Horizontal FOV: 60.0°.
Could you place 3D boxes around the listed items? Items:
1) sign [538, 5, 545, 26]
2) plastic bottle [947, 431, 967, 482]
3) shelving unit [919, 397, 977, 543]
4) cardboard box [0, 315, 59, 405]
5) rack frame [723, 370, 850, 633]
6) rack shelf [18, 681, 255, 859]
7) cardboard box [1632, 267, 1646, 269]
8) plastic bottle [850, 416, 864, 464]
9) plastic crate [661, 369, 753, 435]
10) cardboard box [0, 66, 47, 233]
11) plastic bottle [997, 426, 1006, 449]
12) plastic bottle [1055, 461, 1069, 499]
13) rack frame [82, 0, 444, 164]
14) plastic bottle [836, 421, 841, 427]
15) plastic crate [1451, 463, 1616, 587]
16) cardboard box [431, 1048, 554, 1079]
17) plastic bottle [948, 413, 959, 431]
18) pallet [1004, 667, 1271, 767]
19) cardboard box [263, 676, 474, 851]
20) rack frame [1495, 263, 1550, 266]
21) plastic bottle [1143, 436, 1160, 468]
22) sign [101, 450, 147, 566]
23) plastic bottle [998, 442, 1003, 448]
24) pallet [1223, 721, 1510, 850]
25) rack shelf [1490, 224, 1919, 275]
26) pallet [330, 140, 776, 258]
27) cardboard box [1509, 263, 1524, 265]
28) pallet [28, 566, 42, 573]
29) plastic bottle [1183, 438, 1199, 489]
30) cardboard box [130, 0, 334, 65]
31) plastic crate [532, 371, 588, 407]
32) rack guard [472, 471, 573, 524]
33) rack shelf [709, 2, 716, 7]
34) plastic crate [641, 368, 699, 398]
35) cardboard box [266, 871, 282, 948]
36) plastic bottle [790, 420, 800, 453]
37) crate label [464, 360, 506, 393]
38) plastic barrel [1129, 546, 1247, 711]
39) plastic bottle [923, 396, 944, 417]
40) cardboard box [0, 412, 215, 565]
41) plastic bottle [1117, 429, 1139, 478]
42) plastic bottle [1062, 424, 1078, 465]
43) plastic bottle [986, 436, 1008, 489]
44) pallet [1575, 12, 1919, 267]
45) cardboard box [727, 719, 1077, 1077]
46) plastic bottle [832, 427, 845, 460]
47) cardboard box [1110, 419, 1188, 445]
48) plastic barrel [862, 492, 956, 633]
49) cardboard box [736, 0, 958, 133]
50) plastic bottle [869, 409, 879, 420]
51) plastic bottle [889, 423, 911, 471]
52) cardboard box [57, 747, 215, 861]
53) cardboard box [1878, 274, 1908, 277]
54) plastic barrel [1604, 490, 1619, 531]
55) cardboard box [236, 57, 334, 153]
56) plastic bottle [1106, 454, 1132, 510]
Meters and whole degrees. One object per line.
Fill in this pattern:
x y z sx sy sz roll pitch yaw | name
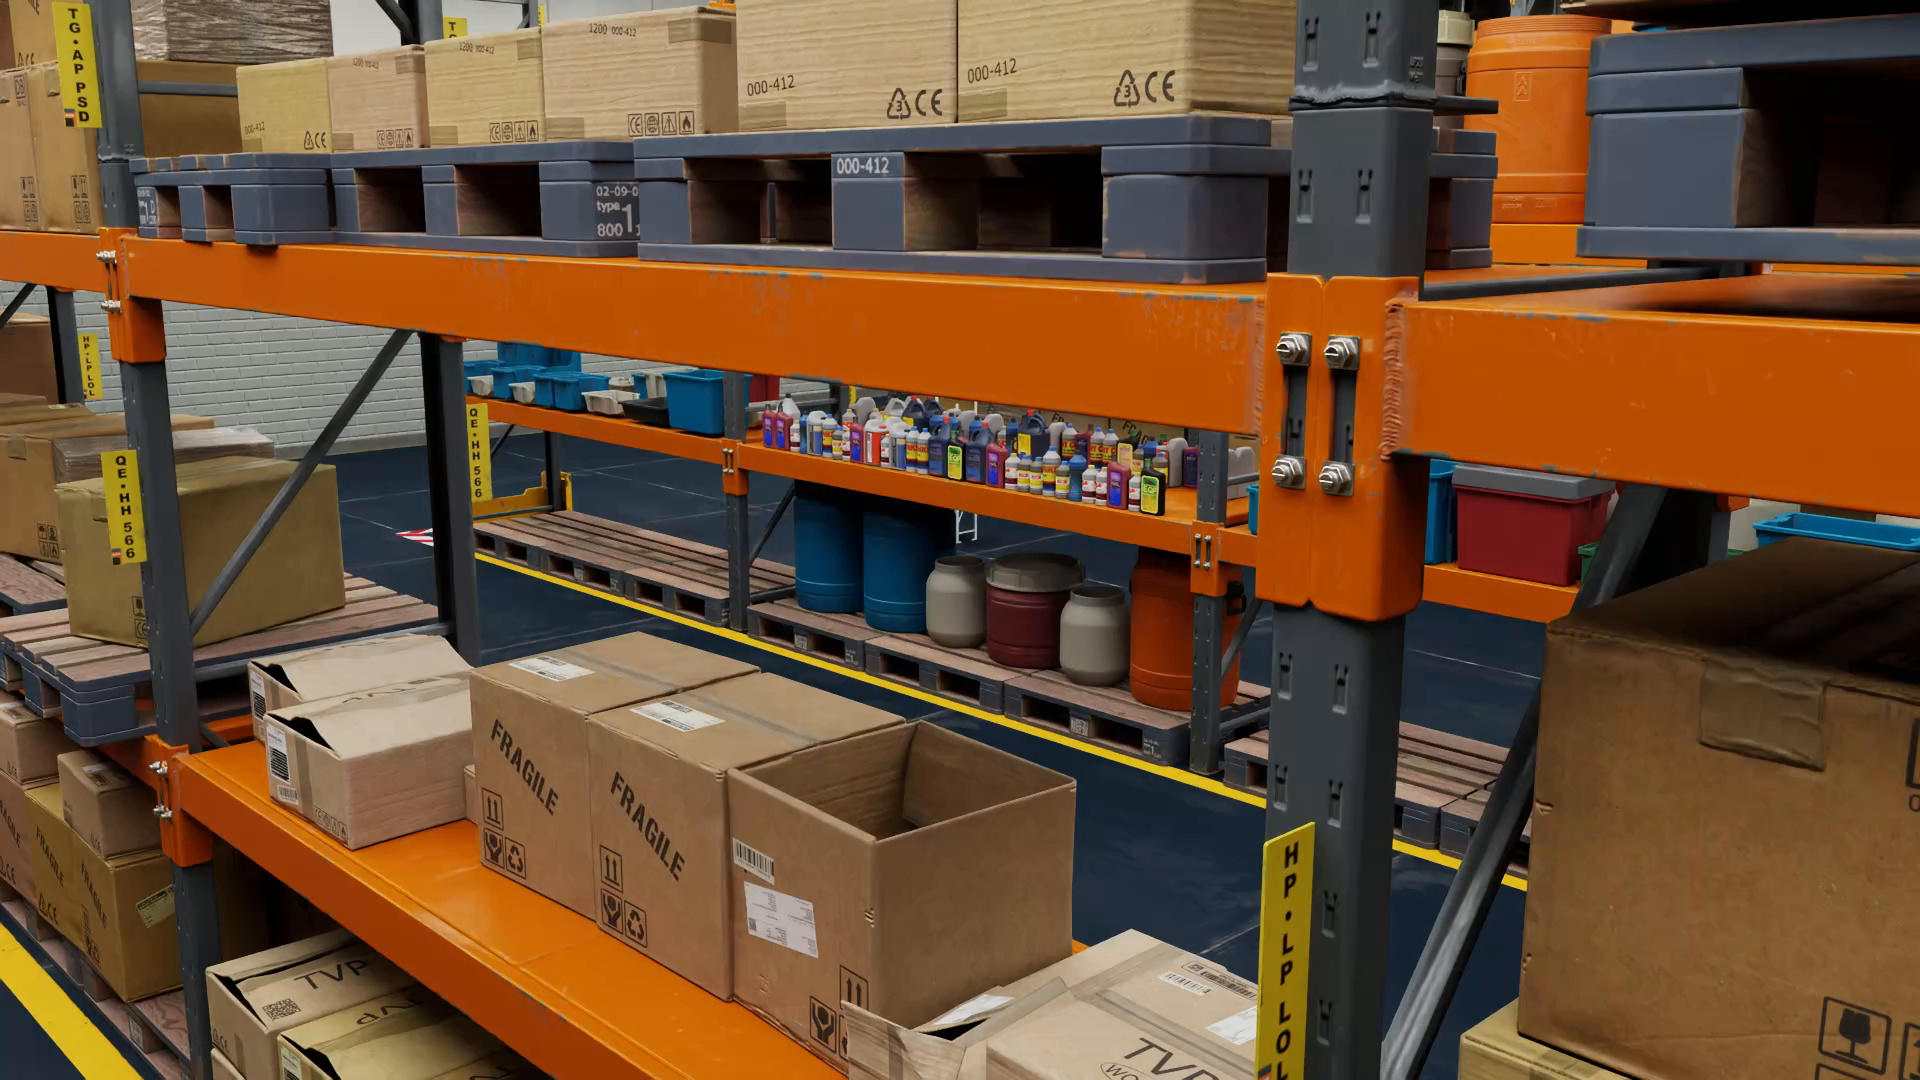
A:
-3.553 -4.358 14.063 0.100 0.325 0.005 -11 16 -43 | sign
-0.012 -0.487 9.630 0.061 0.283 0.133 -11 16 -43 | plastic bottle
-0.114 -0.612 14.408 0.258 1.200 0.503 -11 16 -43 | shelving unit
-4.884 -0.872 8.484 0.500 0.500 0.500 -10 16 -41 | cardboard box
-1.177 -0.915 11.419 1.000 3.000 0.127 -11 16 -43 | rack frame
-3.381 0.419 6.727 1.077 0.370 4.000 -11 16 -43 | rack shelf
9.047 -3.555 21.508 0.500 0.500 0.500 -11 16 -43 | cardboard box
-0.619 -0.615 10.253 0.061 0.283 0.133 -11 16 -43 | plastic bottle
-1.746 -0.957 11.514 0.392 0.384 0.575 -11 16 -43 | plastic crate
-2.678 -1.293 5.572 0.910 0.500 0.500 -11 16 -43 | cardboard box
0.282 -0.612 10.439 0.097 0.201 0.097 0 12 0 | plastic bottle
0.570 -0.329 9.068 0.097 0.201 0.097 0 12 0 | plastic bottle
-2.000 -2.580 4.632 1.000 3.000 0.127 -11 16 -43 | rack frame
-0.803 -0.664 10.692 0.097 0.201 0.097 0 12 0 | plastic bottle
2.480 -0.084 7.227 0.402 0.464 0.583 -11 16 -43 | plastic crate
-1.131 1.493 4.117 0.500 0.311 0.500 11 16 44 | cardboard box
-0.055 -0.673 10.562 0.097 0.271 0.097 0 12 0 | plastic bottle
1.010 0.925 9.397 1.003 0.211 1.213 -11 16 -43 | pallet
-1.522 0.560 4.482 0.500 0.311 0.500 -11 16 -43 | cardboard box
6.062 -2.282 18.052 1.000 3.000 0.127 -11 16 -43 | rack frame
1.096 -0.456 9.511 0.097 0.271 0.097 0 12 0 | plastic bottle
-2.386 -0.093 4.755 0.100 0.325 0.005 -11 16 -43 | sign
0.184 -0.487 9.633 0.061 0.283 0.133 -11 16 -43 | plastic bottle
2.092 1.153 8.292 1.003 0.211 1.213 -11 16 -43 | pallet
2.966 -1.156 6.938 1.077 0.370 4.000 -11 16 -43 | rack shelf
-0.692 -0.769 3.743 1.003 0.211 1.213 -10 15 -40 | pallet
5.927 -3.066 18.395 0.500 0.500 0.500 -10 16 -41 | cardboard box
-4.289 0.001 7.451 1.003 0.211 1.213 -11 16 -43 | pallet
1.326 -0.437 9.386 0.061 0.283 0.133 -11 16 -43 | plastic bottle
-2.297 -1.714 5.137 0.500 0.500 0.500 -11 16 -43 | cardboard box
-3.098 -1.172 12.933 0.416 0.233 0.300 -11 16 -43 | plastic crate
-3.966 -0.276 14.513 1.175 0.500 0.348 -11 16 -43 | rack guard
-2.558 -3.597 12.343 1.077 0.370 4.000 -11 16 -43 | rack shelf
-2.099 -1.135 12.631 0.437 0.282 0.530 -11 16 -43 | plastic crate
-2.473 1.185 6.328 0.500 0.500 0.500 11 16 43 | cardboard box
-1.048 -0.671 10.727 0.097 0.201 0.097 0 12 0 | plastic bottle
-4.007 -1.364 13.865 0.416 0.233 0.303 -11 16 -43 | crate label
1.235 0.457 9.097 0.600 0.830 0.708 -11 16 -43 | plastic barrel
-0.178 -0.775 10.863 0.144 0.351 0.185 -11 16 -43 | plastic bottle
-3.498 -0.231 6.809 0.500 0.500 0.700 7 14 31 | cardboard box
0.982 -0.509 9.739 0.061 0.283 0.133 -11 16 -43 | plastic bottle
0.662 -0.566 10.042 0.097 0.271 0.097 0 12 0 | plastic bottle
0.208 -0.440 9.405 0.061 0.283 0.133 -11 16 -43 | plastic bottle
1.370 -0.363 1.524 1.003 0.211 1.213 -11 16 -43 | pallet
-0.120 0.702 3.322 0.500 0.500 0.500 -9 15 -39 | cardboard box
-0.753 -0.609 10.424 0.097 0.201 0.097 0 12 0 | plastic bottle
2.007 -0.878 15.462 0.875 0.875 0.875 -11 16 -43 | cardboard box
-0.325 0.092 10.690 0.600 0.901 0.708 -11 16 -43 | plastic barrel
-0.038 -0.830 2.904 0.500 0.250 0.500 10 15 40 | cardboard box
-0.571 -0.792 11.315 0.097 0.201 0.097 0 12 0 | plastic bottle
-0.334 -0.565 10.025 0.152 0.276 0.135 -11 16 -43 | plastic bottle
-2.858 0.889 5.910 0.500 0.250 0.500 -10 15 -40 | cardboard box
11.090 -3.127 19.431 0.500 0.500 0.500 -11 16 -43 | cardboard box
3.040 -0.154 7.390 0.433 0.535 0.433 0 12 0 | plastic barrel
-1.646 -1.184 4.624 0.500 0.250 0.500 10 15 41 | cardboard box
0.838 -0.307 8.758 0.061 0.283 0.133 -11 16 -43 | plastic bottle
